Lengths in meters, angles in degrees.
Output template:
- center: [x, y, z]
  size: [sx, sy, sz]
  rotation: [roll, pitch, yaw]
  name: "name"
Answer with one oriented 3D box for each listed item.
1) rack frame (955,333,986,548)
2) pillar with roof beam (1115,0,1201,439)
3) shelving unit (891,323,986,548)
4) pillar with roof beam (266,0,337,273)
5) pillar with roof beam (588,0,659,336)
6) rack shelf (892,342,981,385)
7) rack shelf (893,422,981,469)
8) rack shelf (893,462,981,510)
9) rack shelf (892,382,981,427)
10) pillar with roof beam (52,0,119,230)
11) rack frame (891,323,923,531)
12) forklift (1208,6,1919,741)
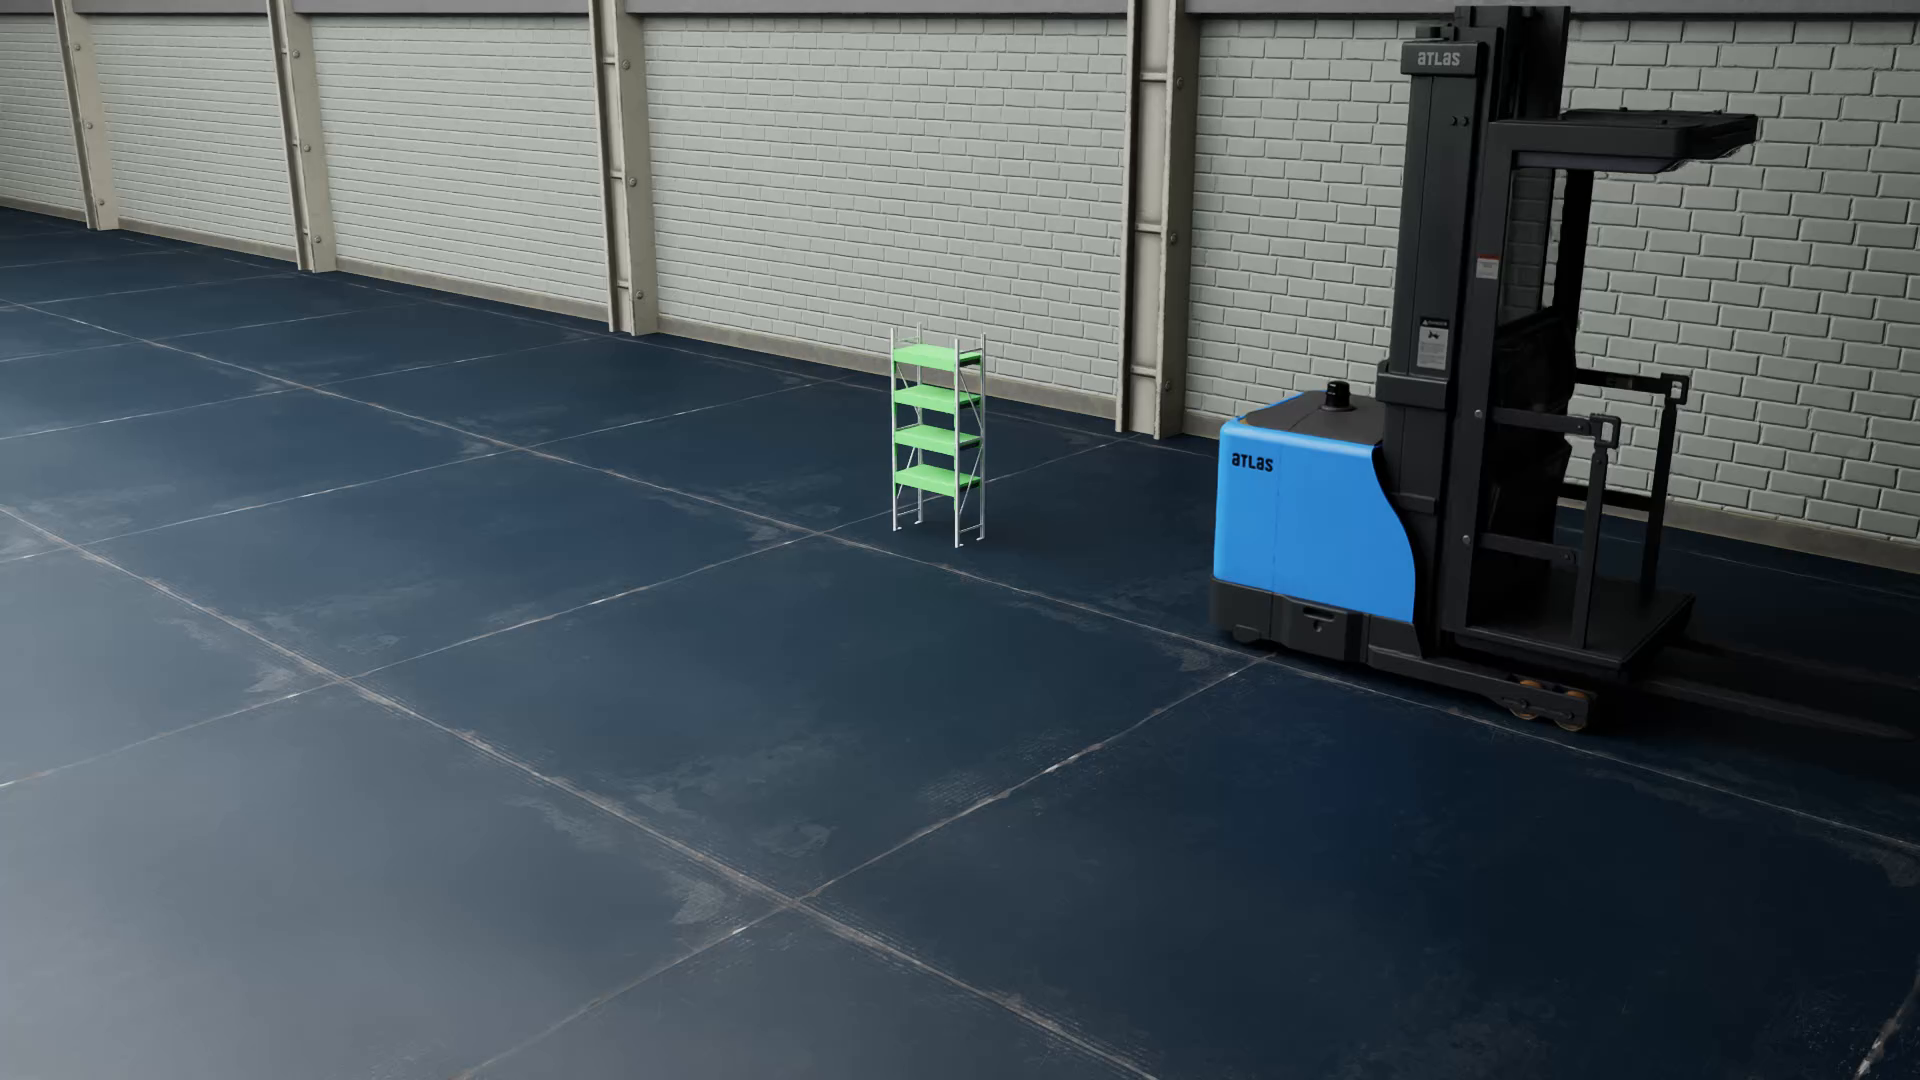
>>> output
- center: [0.059, -0.556, 9.381]
  size: [0.015, 1.200, 0.240]
  rotation: [15, 23, 39]
  name: "rack frame"
- center: [-1.479, -4.106, 7.673]
  size: [0.400, 9.000, 9.100]
  rotation: [15, 23, 39]
  name: "pillar with roof beam"
- center: [-0.124, -0.605, 9.535]
  size: [0.503, 1.200, 0.258]
  rotation: [15, 23, 39]
  name: "shelving unit"
- center: [-10.454, -6.515, 15.265]
  size: [0.400, 9.000, 9.100]
  rotation: [15, 23, 39]
  name: "pillar with roof beam"
- center: [-5.966, -5.311, 11.469]
  size: [0.400, 9.000, 9.100]
  rotation: [15, 23, 39]
  name: "pillar with roof beam"
- center: [-0.124, -1.002, 9.409]
  size: [0.480, 0.148, 0.258]
  rotation: [15, 23, 39]
  name: "rack shelf"
- center: [-0.124, -0.544, 9.554]
  size: [0.480, 0.148, 0.258]
  rotation: [15, 23, 39]
  name: "rack shelf"
- center: [-0.124, -0.315, 9.627]
  size: [0.480, 0.148, 0.258]
  rotation: [15, 23, 39]
  name: "rack shelf"
- center: [-0.124, -0.773, 9.482]
  size: [0.480, 0.148, 0.258]
  rotation: [15, 23, 39]
  name: "rack shelf"
- center: [-14.942, -7.720, 19.061]
  size: [0.400, 9.000, 9.100]
  rotation: [15, 23, 39]
  name: "pillar with roof beam"
- center: [-0.306, -0.654, 9.689]
  size: [0.015, 1.200, 0.240]
  rotation: [15, 23, 39]
  name: "rack frame"
- center: [2.687, -0.768, 7.187]
  size: [3.031, 2.935, 1.130]
  rotation: [13, 22, 35]
  name: "forklift"
